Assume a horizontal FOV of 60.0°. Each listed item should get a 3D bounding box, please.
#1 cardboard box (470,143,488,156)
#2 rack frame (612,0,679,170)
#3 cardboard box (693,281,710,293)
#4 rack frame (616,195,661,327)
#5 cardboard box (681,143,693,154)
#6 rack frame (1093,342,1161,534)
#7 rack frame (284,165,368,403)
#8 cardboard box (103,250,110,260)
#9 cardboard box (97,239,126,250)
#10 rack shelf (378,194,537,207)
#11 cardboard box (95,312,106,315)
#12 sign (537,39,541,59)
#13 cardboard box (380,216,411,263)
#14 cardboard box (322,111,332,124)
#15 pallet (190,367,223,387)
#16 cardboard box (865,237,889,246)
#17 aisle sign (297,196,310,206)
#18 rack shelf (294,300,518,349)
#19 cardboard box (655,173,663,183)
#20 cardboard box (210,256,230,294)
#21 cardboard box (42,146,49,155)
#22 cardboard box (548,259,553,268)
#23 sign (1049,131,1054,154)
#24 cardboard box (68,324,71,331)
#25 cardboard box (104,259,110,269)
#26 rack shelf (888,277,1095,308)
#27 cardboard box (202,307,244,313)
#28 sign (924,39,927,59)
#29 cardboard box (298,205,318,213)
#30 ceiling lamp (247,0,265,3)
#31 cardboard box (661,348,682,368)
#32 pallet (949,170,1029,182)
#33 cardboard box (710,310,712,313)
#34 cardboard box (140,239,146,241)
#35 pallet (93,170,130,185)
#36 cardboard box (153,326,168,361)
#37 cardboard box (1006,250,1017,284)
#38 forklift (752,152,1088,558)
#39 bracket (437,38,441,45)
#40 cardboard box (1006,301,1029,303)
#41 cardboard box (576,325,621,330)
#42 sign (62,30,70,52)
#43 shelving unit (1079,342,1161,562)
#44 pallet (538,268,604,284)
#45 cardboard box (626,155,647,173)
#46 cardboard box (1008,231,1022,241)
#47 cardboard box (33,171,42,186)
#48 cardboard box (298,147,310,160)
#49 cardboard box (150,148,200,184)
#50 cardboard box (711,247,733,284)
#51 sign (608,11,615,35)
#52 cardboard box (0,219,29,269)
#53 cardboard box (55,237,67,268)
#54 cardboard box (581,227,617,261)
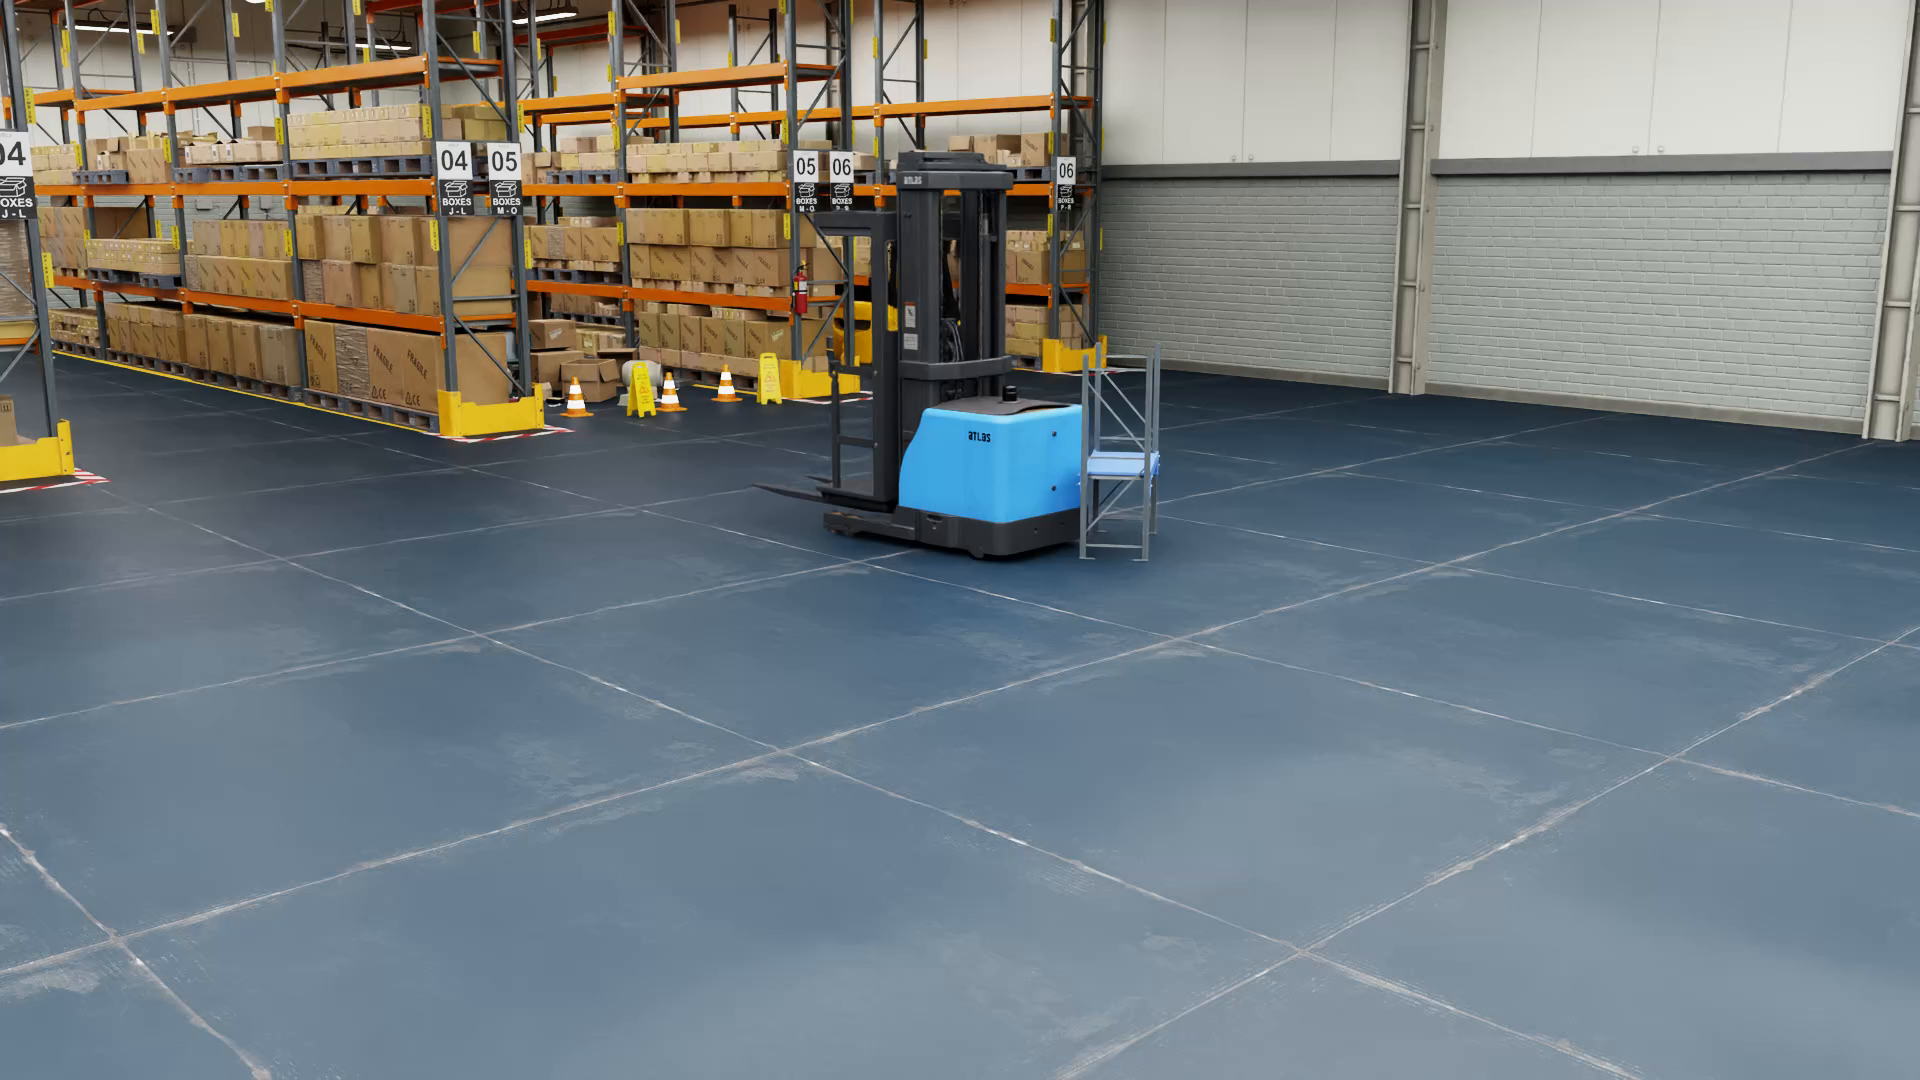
[{"bbox_3d":[-5.344,-4.413,18.797,0.380,0.149,0.250,-11,16,-42],"label":"cardboard box"},{"bbox_3d":[-4.591,-6.944,24.315,1.000,3.000,0.127,-11,16,-43],"label":"rack frame"},{"bbox_3d":[-3.534,-3.571,23.433,0.380,0.149,0.250,-11,16,-43],"label":"cardboard box"},{"bbox_3d":[-6.528,-5.865,33.947,1.000,3.000,0.127,-11,16,-43],"label":"rack frame"},{"bbox_3d":[-3.670,-5.468,23.233,0.380,0.149,0.250,-11,16,-43],"label":"cardboard box"},{"bbox_3d":[1.302,-0.791,13.034,0.500,1.500,0.032,2,12,10],"label":"rack frame"},{"bbox_3d":[-8.101,-3.301,21.500,1.000,3.000,0.127,-11,16,-43],"label":"rack frame"},{"bbox_3d":[-13.147,-4.462,25.981,0.250,0.149,0.380,11,16,43],"label":"cardboard box"},{"bbox_3d":[-13.314,-4.643,26.123,0.380,0.149,0.250,-11,16,-42],"label":"cardboard box"},{"bbox_3d":[-8.734,-5.998,28.940,1.077,0.370,4.000,-11,16,-43],"label":"rack shelf"},{"bbox_3d":[-14.774,-3.880,28.861,0.380,0.149,0.250,-11,16,-42],"label":"cardboard box"},{"bbox_3d":[-6.967,-8.101,27.420,0.100,0.325,0.005,-11,16,-43],"label":"sign"},{"bbox_3d":[-6.302,-3.547,19.647,0.875,0.550,0.550,-11,16,-43],"label":"cardboard box"},{"bbox_3d":[-7.390,-5.043,19.881,0.380,0.149,0.250,-11,16,-42],"label":"cardboard box"},{"bbox_3d":[-10.373,-2.393,24.006,1.003,0.211,1.213,-11,16,-43],"label":"pallet"},{"bbox_3d":[-1.400,-5.083,28.296,0.380,0.149,0.250,-10,15,-41],"label":"cardboard box"},{"bbox_3d":[-13.137,-7.000,33.013,0.394,0.787,0.004,-11,16,-43],"label":"aisle sign"},{"bbox_3d":[-6.720,-2.657,20.156,1.077,0.370,4.000,-11,16,-43],"label":"rack shelf"},{"bbox_3d":[-4.161,-5.205,23.932,0.380,0.149,0.250,-11,16,-43],"label":"cardboard box"},{"bbox_3d":[-10.047,-3.683,23.107,0.500,0.500,0.500,-11,16,-43],"label":"cardboard box"},{"bbox_3d":[-15.141,-6.531,27.890,0.380,0.149,0.250,-11,16,-44],"label":"cardboard box"},{"bbox_3d":[-6.315,-4.403,26.432,0.380,0.149,0.250,-10,15,-40],"label":"cardboard box"},{"bbox_3d":[1.357,-5.904,24.705,0.100,0.325,0.005,-11,16,-43],"label":"sign"},{"bbox_3d":[-15.083,-3.671,28.584,0.380,0.149,0.250,-10,15,-40],"label":"cardboard box"},{"bbox_3d":[-13.148,-4.316,26.009,0.380,0.149,0.250,-11,16,-42],"label":"cardboard box"},{"bbox_3d":[0.378,-4.054,26.936,1.077,0.370,4.000,-11,16,-43],"label":"rack shelf"},{"bbox_3d":[-11.164,-3.368,25.120,0.500,0.250,0.500,11,16,43],"label":"cardboard box"},{"bbox_3d":[-0.585,-8.245,27.922,0.100,0.325,0.005,-11,16,-43],"label":"sign"},{"bbox_3d":[-12.833,-6.523,32.805,0.380,0.149,0.250,-10,16,-41],"label":"cardboard box"},{"bbox_3d":[-11.119,-10.544,27.324,0.800,3.185,2.000,-11,16,-43],"label":"ceiling lamp"},{"bbox_3d":[-4.002,-2.664,24.184,0.500,0.250,0.500,-10,15,-39],"label":"cardboard box"},{"bbox_3d":[0.443,-5.825,26.535,1.003,0.211,1.213,-11,16,-43],"label":"pallet"},{"bbox_3d":[-3.635,-3.109,24.483,0.500,0.500,0.500,-11,16,-42],"label":"cardboard box"},{"bbox_3d":[-12.844,-4.734,26.564,0.250,0.149,0.380,11,16,43],"label":"cardboard box"},{"bbox_3d":[-12.558,-5.590,25.642,1.213,0.211,1.003,-11,16,-43],"label":"pallet"},{"bbox_3d":[-11.863,-3.002,25.203,0.500,0.500,0.500,-10,15,-40],"label":"cardboard box"},{"bbox_3d":[0.878,-4.275,25.981,0.500,0.500,0.500,-10,15,-41],"label":"cardboard box"},{"bbox_3d":[-0.440,-1.531,13.077,3.031,2.935,1.130,11,16,42],"label":"forklift"},{"bbox_3d":[-12.680,-12.026,40.064,0.235,0.232,0.430,-11,16,-43],"label":"bracket"},{"bbox_3d":[0.879,-3.706,26.762,0.500,0.250,0.500,-11,16,-43],"label":"cardboard box"},{"bbox_3d":[-5.935,-3.206,26.511,0.950,0.372,0.625,-10,15,-41],"label":"cardboard box"},{"bbox_3d":[-14.031,-7.830,26.106,0.100,0.325,0.005,-11,16,-43],"label":"sign"},{"bbox_3d":[1.216,-0.690,12.543,0.538,1.500,1.048,2,12,10],"label":"shelving unit"},{"bbox_3d":[-5.956,-4.212,26.398,1.003,0.211,1.213,-11,16,-43],"label":"pallet"},{"bbox_3d":[-4.485,-5.445,24.105,0.500,0.250,0.500,-11,16,-44],"label":"cardboard box"},{"bbox_3d":[0.966,-4.715,25.773,0.380,0.149,0.250,-10,16,-41],"label":"cardboard box"},{"bbox_3d":[-15.537,-6.196,28.490,0.500,0.250,0.500,11,16,43],"label":"cardboard box"},{"bbox_3d":[-7.915,-4.764,20.500,0.380,0.149,0.250,-11,16,-42],"label":"cardboard box"},{"bbox_3d":[-11.441,-5.451,24.254,0.500,0.500,0.500,-11,16,-43],"label":"cardboard box"},{"bbox_3d":[-3.088,-3.804,22.959,0.500,0.500,0.500,-11,16,-43],"label":"cardboard box"},{"bbox_3d":[-4.988,-7.401,23.825,0.100,0.325,0.005,-11,16,-43],"label":"sign"},{"bbox_3d":[-9.179,-2.843,15.816,0.500,0.500,0.500,-11,16,-43],"label":"cardboard box"},{"bbox_3d":[-14.864,-4.843,28.000,0.500,0.500,0.500,-11,16,-43],"label":"cardboard box"},{"bbox_3d":[-5.419,-4.514,25.360,0.500,0.500,0.500,-11,16,-42],"label":"cardboard box"}]
